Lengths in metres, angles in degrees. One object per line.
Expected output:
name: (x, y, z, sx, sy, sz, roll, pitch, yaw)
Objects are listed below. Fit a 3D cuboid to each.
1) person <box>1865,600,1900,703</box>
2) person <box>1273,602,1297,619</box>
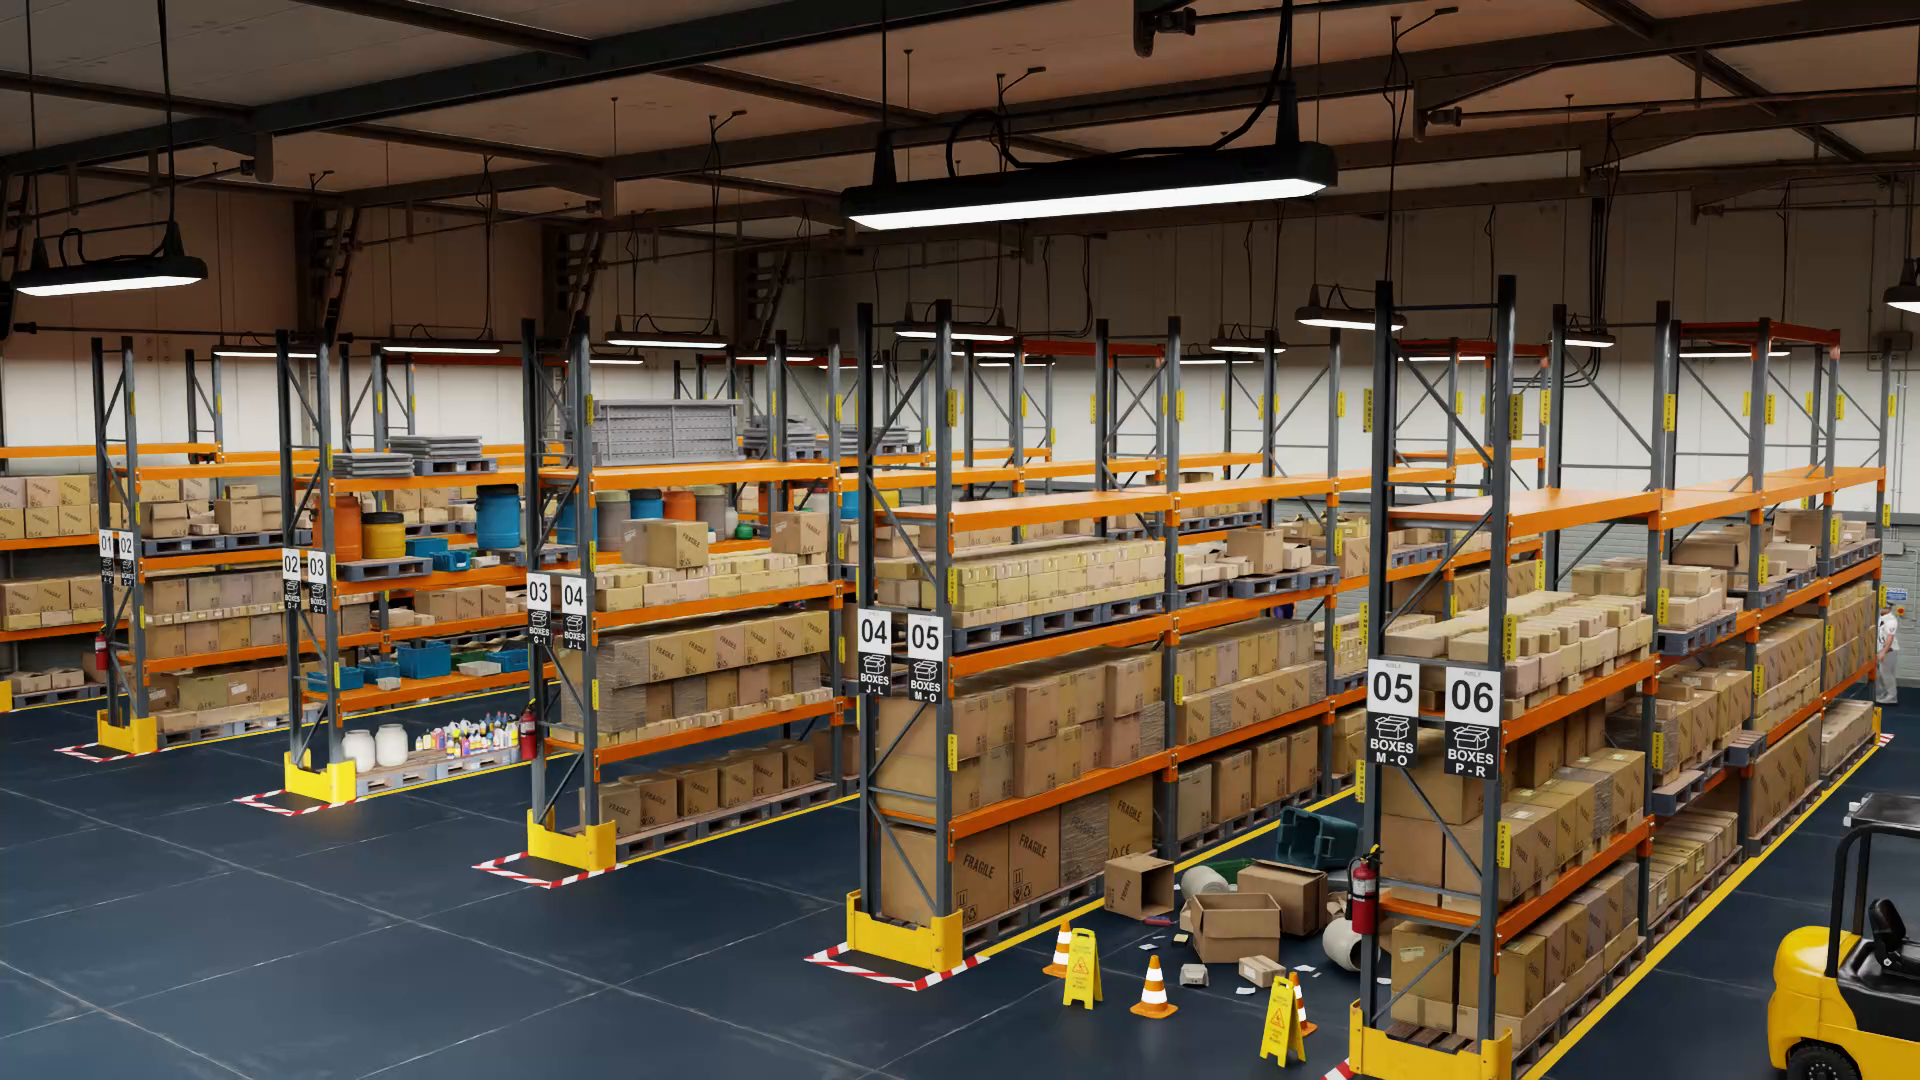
person: (15.426, 1.878, 27.802, 0.494, 1.824, 0.575, 1, 5, 10)
person: (6.626, 1.396, 33.913, 0.486, 1.574, 1.056, 0, 5, 2)
